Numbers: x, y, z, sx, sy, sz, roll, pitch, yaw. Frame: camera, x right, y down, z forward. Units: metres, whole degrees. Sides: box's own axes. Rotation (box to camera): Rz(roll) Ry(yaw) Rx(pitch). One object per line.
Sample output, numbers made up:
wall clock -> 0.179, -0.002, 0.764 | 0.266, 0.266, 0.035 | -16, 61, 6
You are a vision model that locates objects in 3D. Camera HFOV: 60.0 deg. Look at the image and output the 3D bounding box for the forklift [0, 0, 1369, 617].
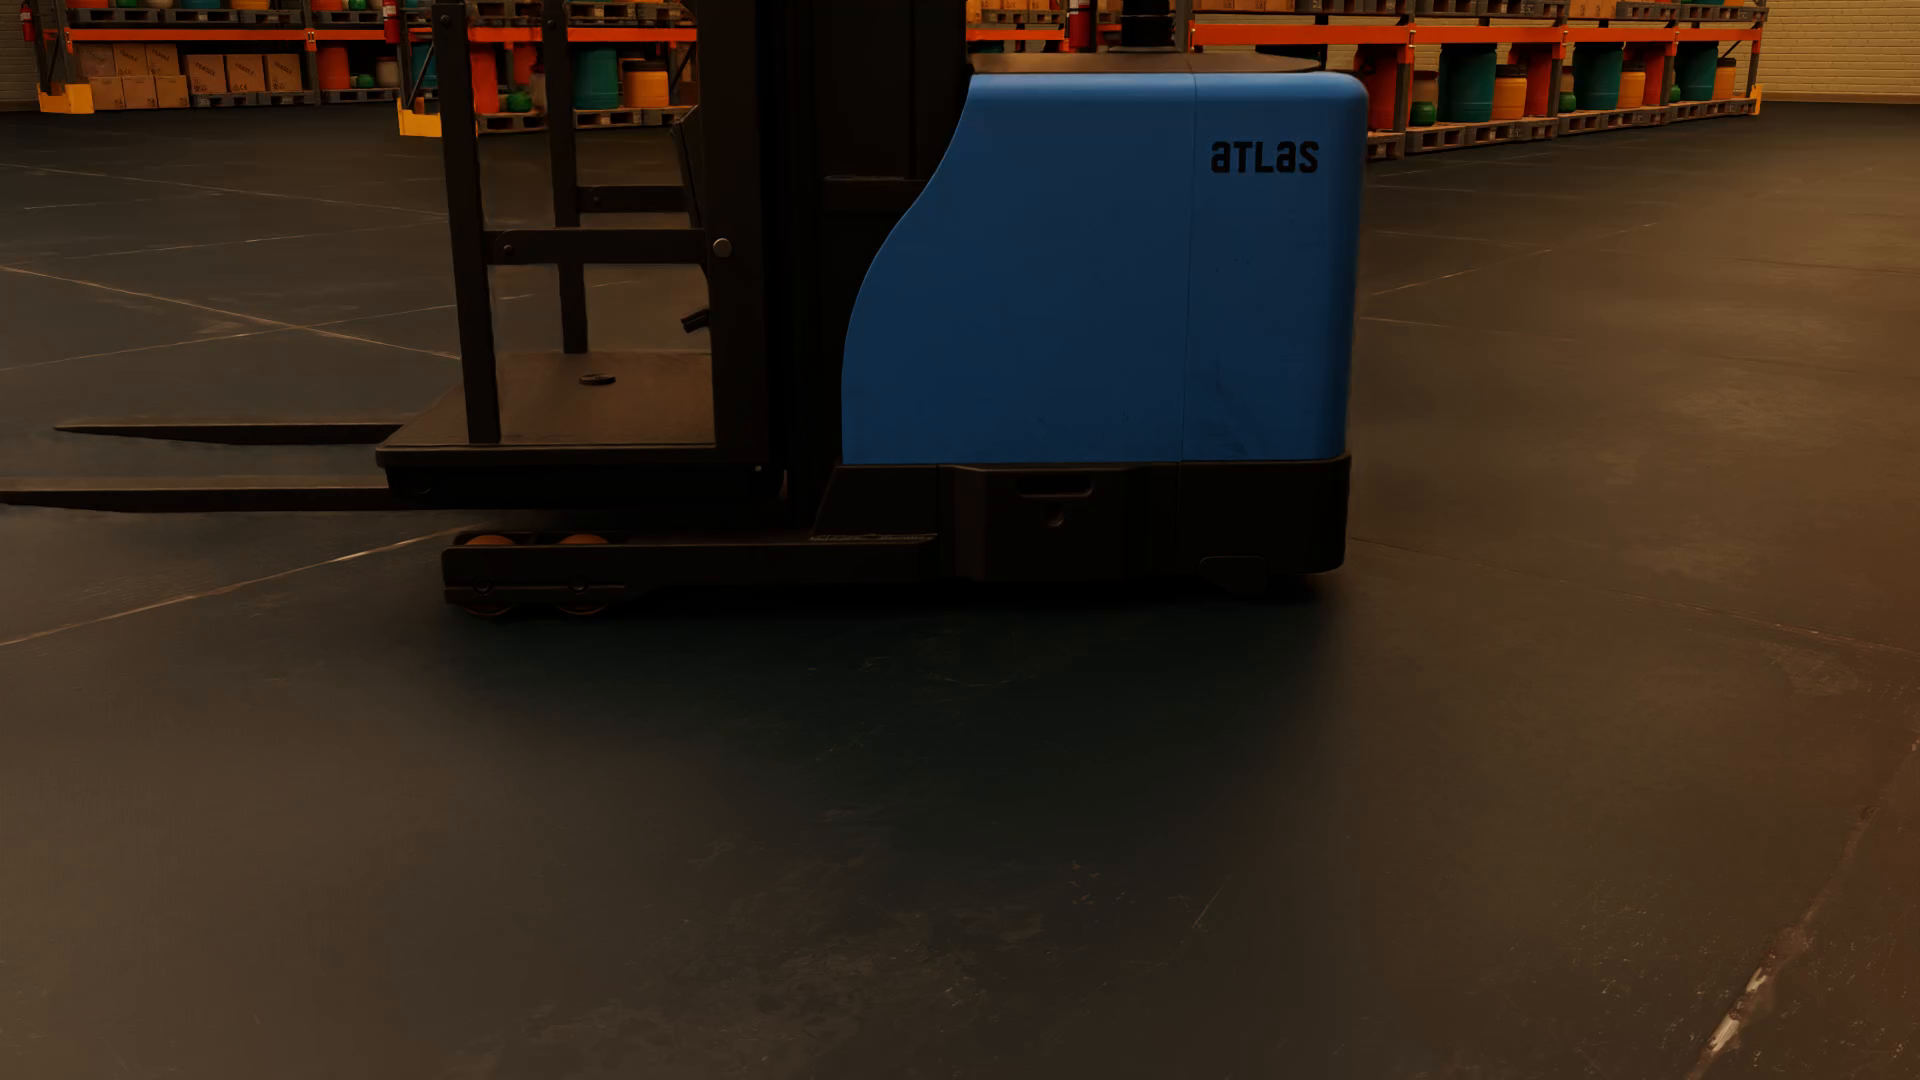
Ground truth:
forklift -> -0.708, -1.401, 3.511 | 3.031, 2.935, 1.130 | -1, 17, -2
